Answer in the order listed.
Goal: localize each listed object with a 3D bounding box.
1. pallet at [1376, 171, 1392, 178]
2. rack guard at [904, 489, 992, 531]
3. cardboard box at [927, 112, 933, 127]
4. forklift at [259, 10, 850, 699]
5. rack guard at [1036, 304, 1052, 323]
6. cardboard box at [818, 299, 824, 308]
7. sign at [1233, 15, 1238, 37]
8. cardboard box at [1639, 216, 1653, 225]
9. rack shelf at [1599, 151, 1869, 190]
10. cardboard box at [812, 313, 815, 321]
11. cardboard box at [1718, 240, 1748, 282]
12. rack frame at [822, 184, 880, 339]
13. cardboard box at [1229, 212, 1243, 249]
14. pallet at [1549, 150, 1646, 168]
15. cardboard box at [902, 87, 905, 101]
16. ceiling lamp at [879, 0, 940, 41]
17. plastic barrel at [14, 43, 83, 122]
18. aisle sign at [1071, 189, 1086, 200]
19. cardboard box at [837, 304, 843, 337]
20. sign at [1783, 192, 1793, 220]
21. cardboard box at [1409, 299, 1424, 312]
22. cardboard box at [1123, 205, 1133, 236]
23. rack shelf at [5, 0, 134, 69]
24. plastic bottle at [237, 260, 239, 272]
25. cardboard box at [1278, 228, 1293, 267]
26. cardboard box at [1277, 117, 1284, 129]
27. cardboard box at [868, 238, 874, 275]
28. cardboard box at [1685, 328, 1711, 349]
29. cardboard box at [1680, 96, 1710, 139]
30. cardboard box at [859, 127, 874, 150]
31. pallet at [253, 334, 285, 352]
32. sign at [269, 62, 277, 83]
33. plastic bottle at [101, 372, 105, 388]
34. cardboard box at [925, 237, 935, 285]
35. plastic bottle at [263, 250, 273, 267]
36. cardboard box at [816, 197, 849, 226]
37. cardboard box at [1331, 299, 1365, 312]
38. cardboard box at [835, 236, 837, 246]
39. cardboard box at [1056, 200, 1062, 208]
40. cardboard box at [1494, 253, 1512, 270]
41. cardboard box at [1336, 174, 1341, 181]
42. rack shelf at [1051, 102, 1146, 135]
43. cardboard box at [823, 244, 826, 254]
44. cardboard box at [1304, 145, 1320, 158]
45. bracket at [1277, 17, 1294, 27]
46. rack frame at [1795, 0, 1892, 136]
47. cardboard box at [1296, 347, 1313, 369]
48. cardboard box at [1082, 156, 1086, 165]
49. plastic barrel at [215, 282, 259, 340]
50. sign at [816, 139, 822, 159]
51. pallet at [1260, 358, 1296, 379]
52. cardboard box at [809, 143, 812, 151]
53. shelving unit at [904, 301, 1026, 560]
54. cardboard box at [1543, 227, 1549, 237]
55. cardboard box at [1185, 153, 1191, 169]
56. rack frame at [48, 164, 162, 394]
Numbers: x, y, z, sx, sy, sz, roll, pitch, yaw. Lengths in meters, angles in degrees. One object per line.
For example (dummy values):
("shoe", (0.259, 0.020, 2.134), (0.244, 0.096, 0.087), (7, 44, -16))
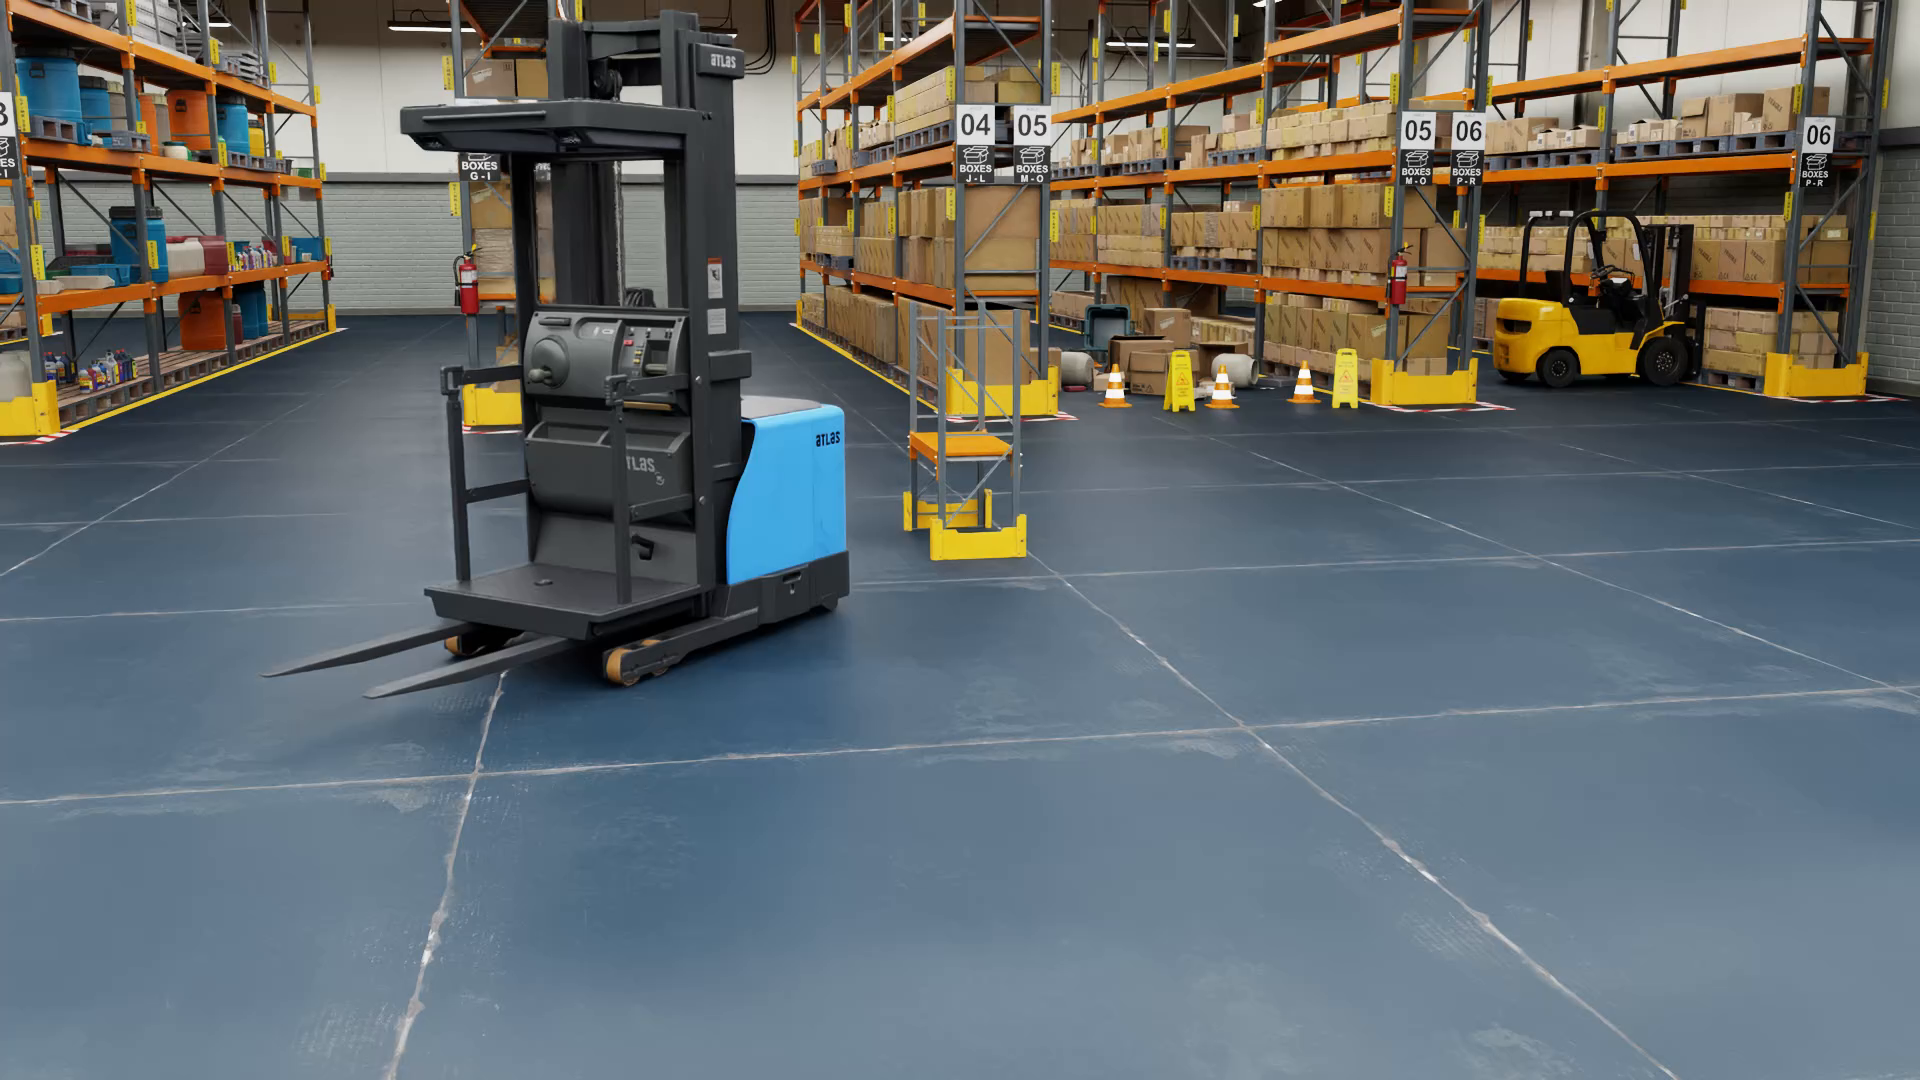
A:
("pallet", (8.076, -6.475, 29.172), (1.213, 0.211, 1.003), (-2, 11, -11))
("rack guard", (-0.082, -0.200, 11.080), (0.587, 0.250, 0.087), (-2, 11, -11))
("cardboard box", (-0.152, -4.666, 18.449), (0.380, 0.149, 0.250), (-2, 11, -12))
("forklift", (-1.765, -0.895, 7.561), (1.130, 2.935, 3.031), (6, 12, 30))
("rack guard", (2.162, -4.735, 34.235), (1.175, 0.500, 0.348), (-2, 11, -11))
("cardboard box", (-2.359, -4.271, 30.023), (0.380, 0.149, 0.250), (-2, 11, -12))
("sign", (4.253, -7.957, 25.727), (0.100, 0.325, 0.005), (-2, 11, -11))
("cardboard box", (9.287, -4.241, 22.159), (0.380, 0.149, 0.250), (-2, 11, -10))
("rack shelf", (9.758, -4.692, 21.227), (1.077, 0.370, 4.000), (-2, 11, -11))
("cardboard box", (-2.567, -4.175, 31.108), (0.380, 0.149, 0.250), (-2, 11, -11))
("cardboard box", (9.702, -3.430, 20.429), (0.500, 0.500, 0.500), (-2, 11, -9))
("rack frame", (-1.891, -5.026, 29.081), (1.000, 3.000, 0.127), (-2, 11, -11))
("cardboard box", (4.088, -4.326, 23.217), (0.500, 0.500, 0.500), (-2, 11, -11))
("pallet", (9.185, -5.479, 23.952), (0.805, 0.209, 1.217), (-3, 11, -13))
("cardboard box", (-0.498, -5.384, 20.086), (0.380, 0.149, 0.250), (-2, 11, -12))
("ceiling lamp", (-0.733, -12.177, 34.995), (2.000, 3.185, 0.800), (-2, 11, -11))
("plastic barrel", (-9.990, -4.957, 18.229), (0.600, 0.901, 0.708), (-2, 11, -11))
("aisle sign", (2.457, -7.260, 33.864), (0.394, 0.787, 0.004), (-2, 11, -11))
("cardboard box", (-1.713, -3.574, 27.012), (0.500, 0.500, 0.500), (-3, 11, -14))
("sign", (9.612, -3.873, 19.292), (0.100, 0.325, 0.005), (-2, 11, -11))
("cardboard box", (8.107, -3.908, 28.770), (0.500, 0.500, 0.500), (-2, 11, -9))
("cardboard box", (3.077, -5.395, 28.077), (0.500, 0.500, 0.500), (-2, 11, -12))
("rack shelf", (-9.689, -5.247, 17.192), (1.077, 0.370, 4.000), (-2, 11, -11))
("plastic bottle", (-10.735, -4.076, 24.618), (0.097, 0.201, 0.097), (0, 11, 0))
("cardboard box", (4.434, -3.771, 21.421), (0.500, 0.500, 0.500), (-2, 11, -11))
("cardboard box", (4.321, -5.383, 21.473), (0.380, 0.149, 0.250), (-2, 11, -9))
("cardboard box", (-0.996, -3.972, 23.277), (0.500, 0.500, 0.500), (-2, 11, -12))
("cardboard box", (9.538, -2.570, 21.072), (0.500, 0.250, 0.500), (-2, 11, -12))
("cardboard box", (9.645, -5.357, 21.131), (0.797, 0.503, 0.637), (-2, 11, -9))
("cardboard box", (-1.188, -5.837, 24.166), (0.500, 0.311, 0.500), (-2, 11, -11))
("pallet", (-11.525, -3.171, 26.793), (1.003, 0.211, 1.213), (-2, 11, -11))
("sign", (-11.094, -7.548, 26.846), (0.100, 0.325, 0.005), (-2, 11, -11))
("plastic bottle", (-9.453, -1.768, 18.270), (0.097, 0.201, 0.097), (0, 11, 0))
("cardboard box", (0.069, -3.268, 19.445), (0.875, 0.550, 0.500), (-2, 11, -11))
("plastic bottle", (-11.240, -4.563, 26.978), (0.152, 0.276, 0.135), (-2, 11, -11))
("cardboard box", (-2.248, -5.789, 29.351), (0.500, 0.500, 0.500), (-3, 11, -13))
("cardboard box", (4.684, -2.815, 19.954), (0.380, 0.149, 0.250), (-2, 11, -10))
("cardboard box", (-1.763, -4.693, 26.082), (0.380, 0.149, 0.250), (-2, 11, -10))
("cardboard box", (2.092, -6.597, 32.658), (0.380, 0.149, 0.250), (-2, 11, -13))
("cardboard box", (8.638, -4.322, 25.781), (0.500, 0.250, 0.500), (-2, 11, -13))
("cardboard box", (7.365, -6.906, 31.606), (0.380, 0.149, 0.250), (-2, 11, -9))
("rack shelf", (2.556, -7.989, 31.595), (1.077, 0.370, 4.000), (-2, 11, -11))
("cardboard box", (-2.063, -4.831, 27.603), (0.380, 0.149, 0.250), (-3, 11, -14))
("cardboard box", (4.486, -4.802, 20.552), (0.380, 0.149, 0.250), (-2, 11, -12))
("bracket", (7.127, -11.293, 36.335), (0.235, 0.232, 0.430), (-2, 11, -11))
("rack frame", (10.147, -6.152, 18.952), (1.000, 3.000, 0.127), (-2, 11, -11))
("cardboard box", (4.572, -2.300, 20.990), (0.500, 0.250, 0.500), (-2, 11, -12))
("cardboard box", (2.456, -6.984, 30.627), (0.380, 0.149, 0.250), (-2, 11, -10))
("plastic barrel", (-11.407, -3.629, 26.231), (0.600, 0.901, 0.708), (-2, 11, -11))
("sign", (-2.422, -6.732, 28.641), (0.100, 0.325, 0.005), (-2, 11, -11))
("pallet", (4.666, -2.266, 22.035), (1.003, 0.211, 1.213), (-2, 11, -11))
("cardboard box", (-2.566, -7.197, 30.461), (0.380, 0.149, 0.250), (-2, 11, -12))
("shelving unit", (0.015, -0.723, 10.483), (0.587, 1.500, 1.083), (-2, 11, -11))
("cardboard box", (8.850, -4.548, 24.567), (0.380, 0.149, 0.250), (-2, 11, -12))
("cardboard box", (3.667, -5.788, 25.420), (0.396, 0.266, 0.258), (-2, 11, -11))
("rack frame", (-10.078, -3.217, 19.575), (1.000, 3.000, 0.127), (-2, 11, -11))
